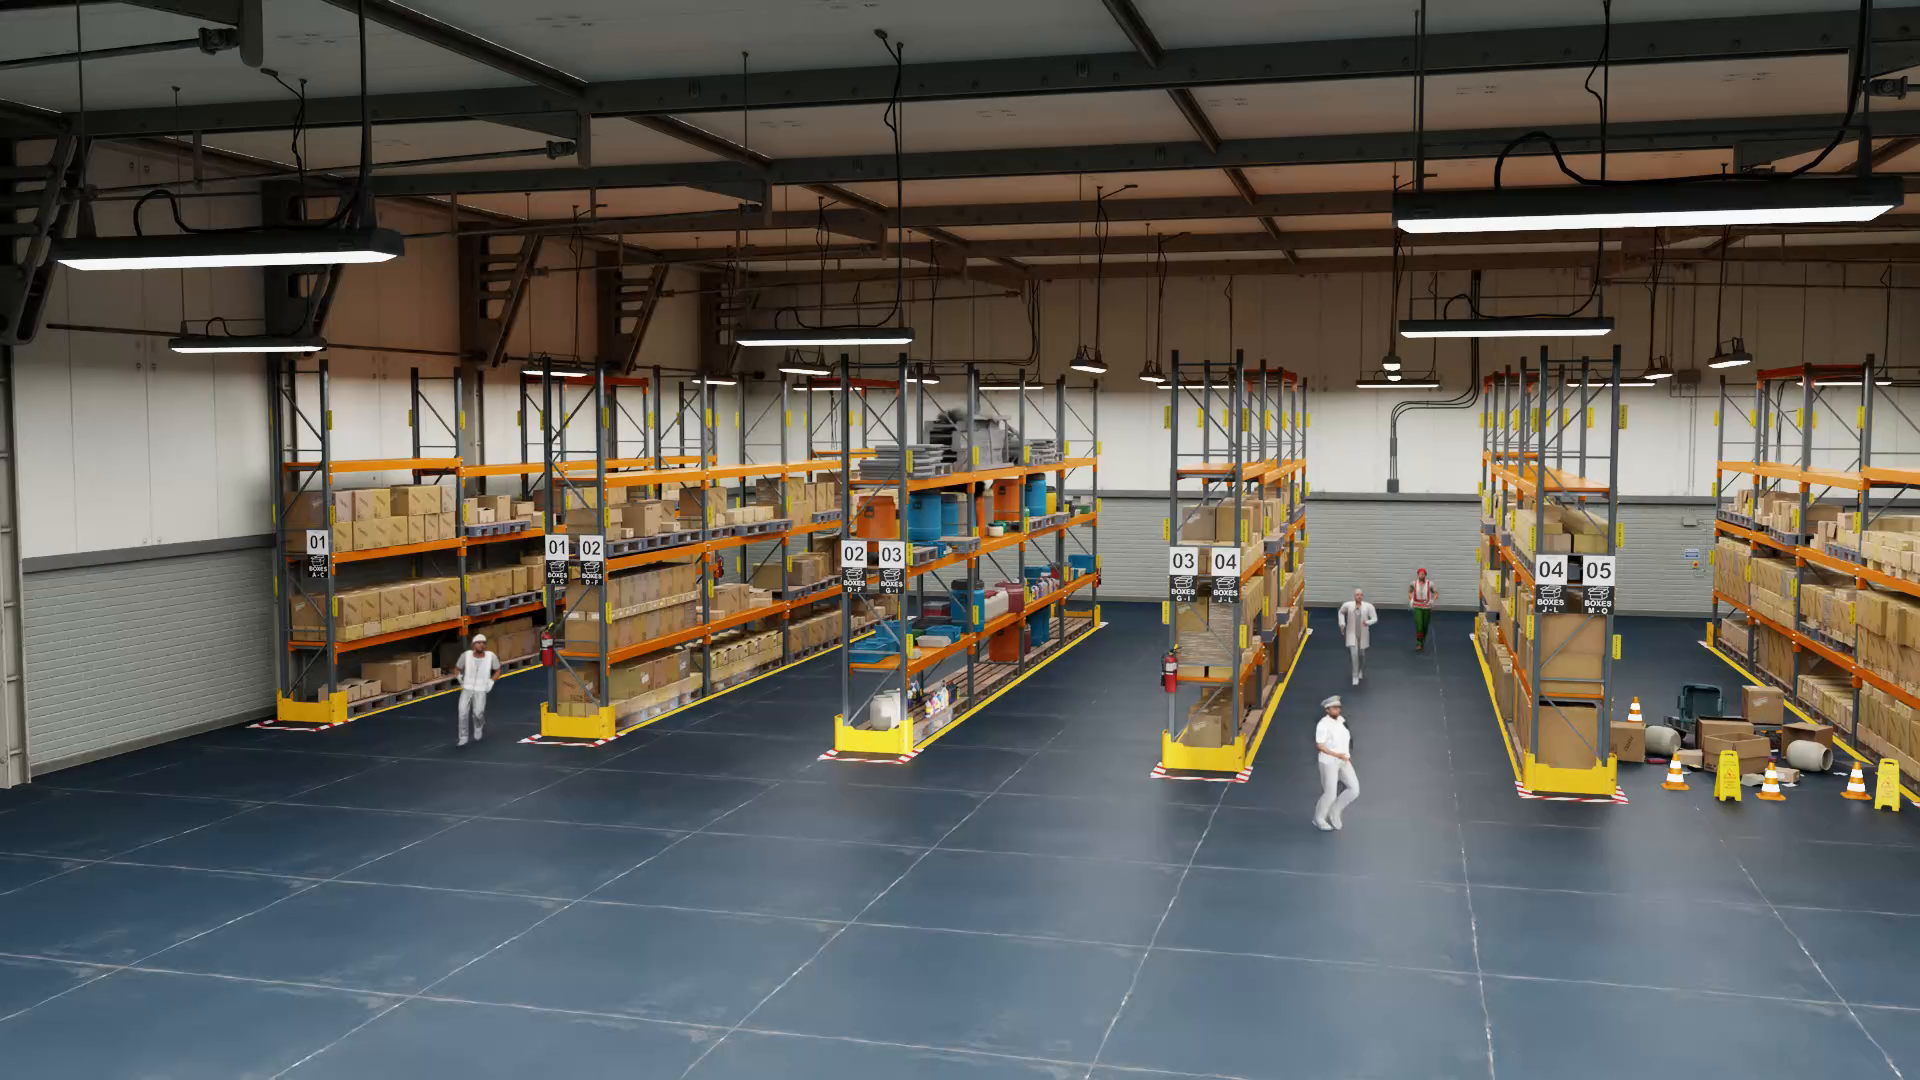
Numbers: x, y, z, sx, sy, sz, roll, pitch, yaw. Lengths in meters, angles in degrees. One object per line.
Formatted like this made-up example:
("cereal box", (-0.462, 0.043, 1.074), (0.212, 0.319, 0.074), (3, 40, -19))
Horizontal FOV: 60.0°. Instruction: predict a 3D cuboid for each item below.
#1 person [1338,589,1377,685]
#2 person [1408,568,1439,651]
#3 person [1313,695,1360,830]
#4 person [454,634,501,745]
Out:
("person", (7.575, 1.817, 31.683), (0.720, 1.777, 0.975), (1, 4, 8))
("person", (10.106, 1.495, 36.294), (0.653, 1.790, 0.816), (1, 4, 18))
("person", (4.576, 2.708, 20.252), (0.579, 1.662, 0.603), (-3, 5, -33))
("person", (-7.462, 2.305, 25.671), (0.683, 1.702, 0.564), (-1, 4, -8))
